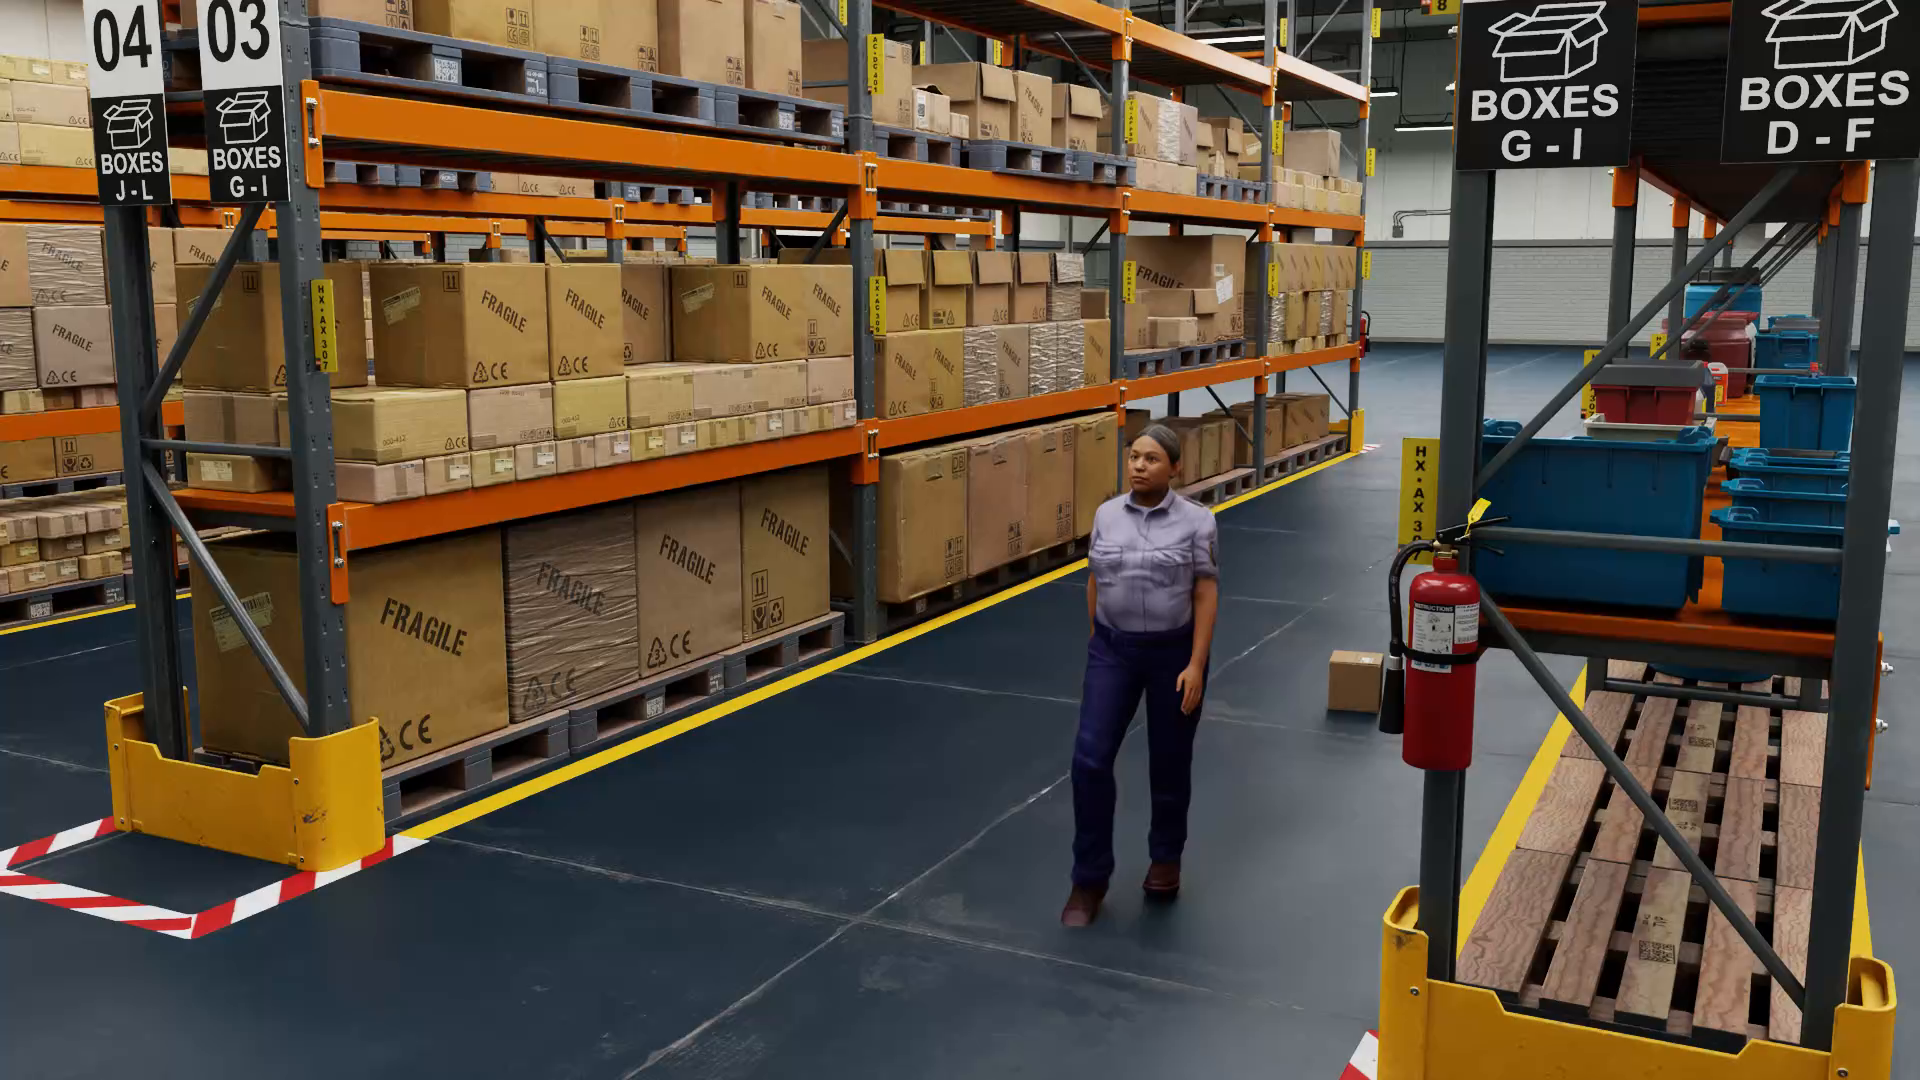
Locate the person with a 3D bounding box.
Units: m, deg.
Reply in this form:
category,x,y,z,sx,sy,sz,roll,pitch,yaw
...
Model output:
category,x,y,z,sx,sy,sz,roll,pitch,yaw
person,0.629,0.468,5.640,0.478,1.710,0.608,3,10,17
